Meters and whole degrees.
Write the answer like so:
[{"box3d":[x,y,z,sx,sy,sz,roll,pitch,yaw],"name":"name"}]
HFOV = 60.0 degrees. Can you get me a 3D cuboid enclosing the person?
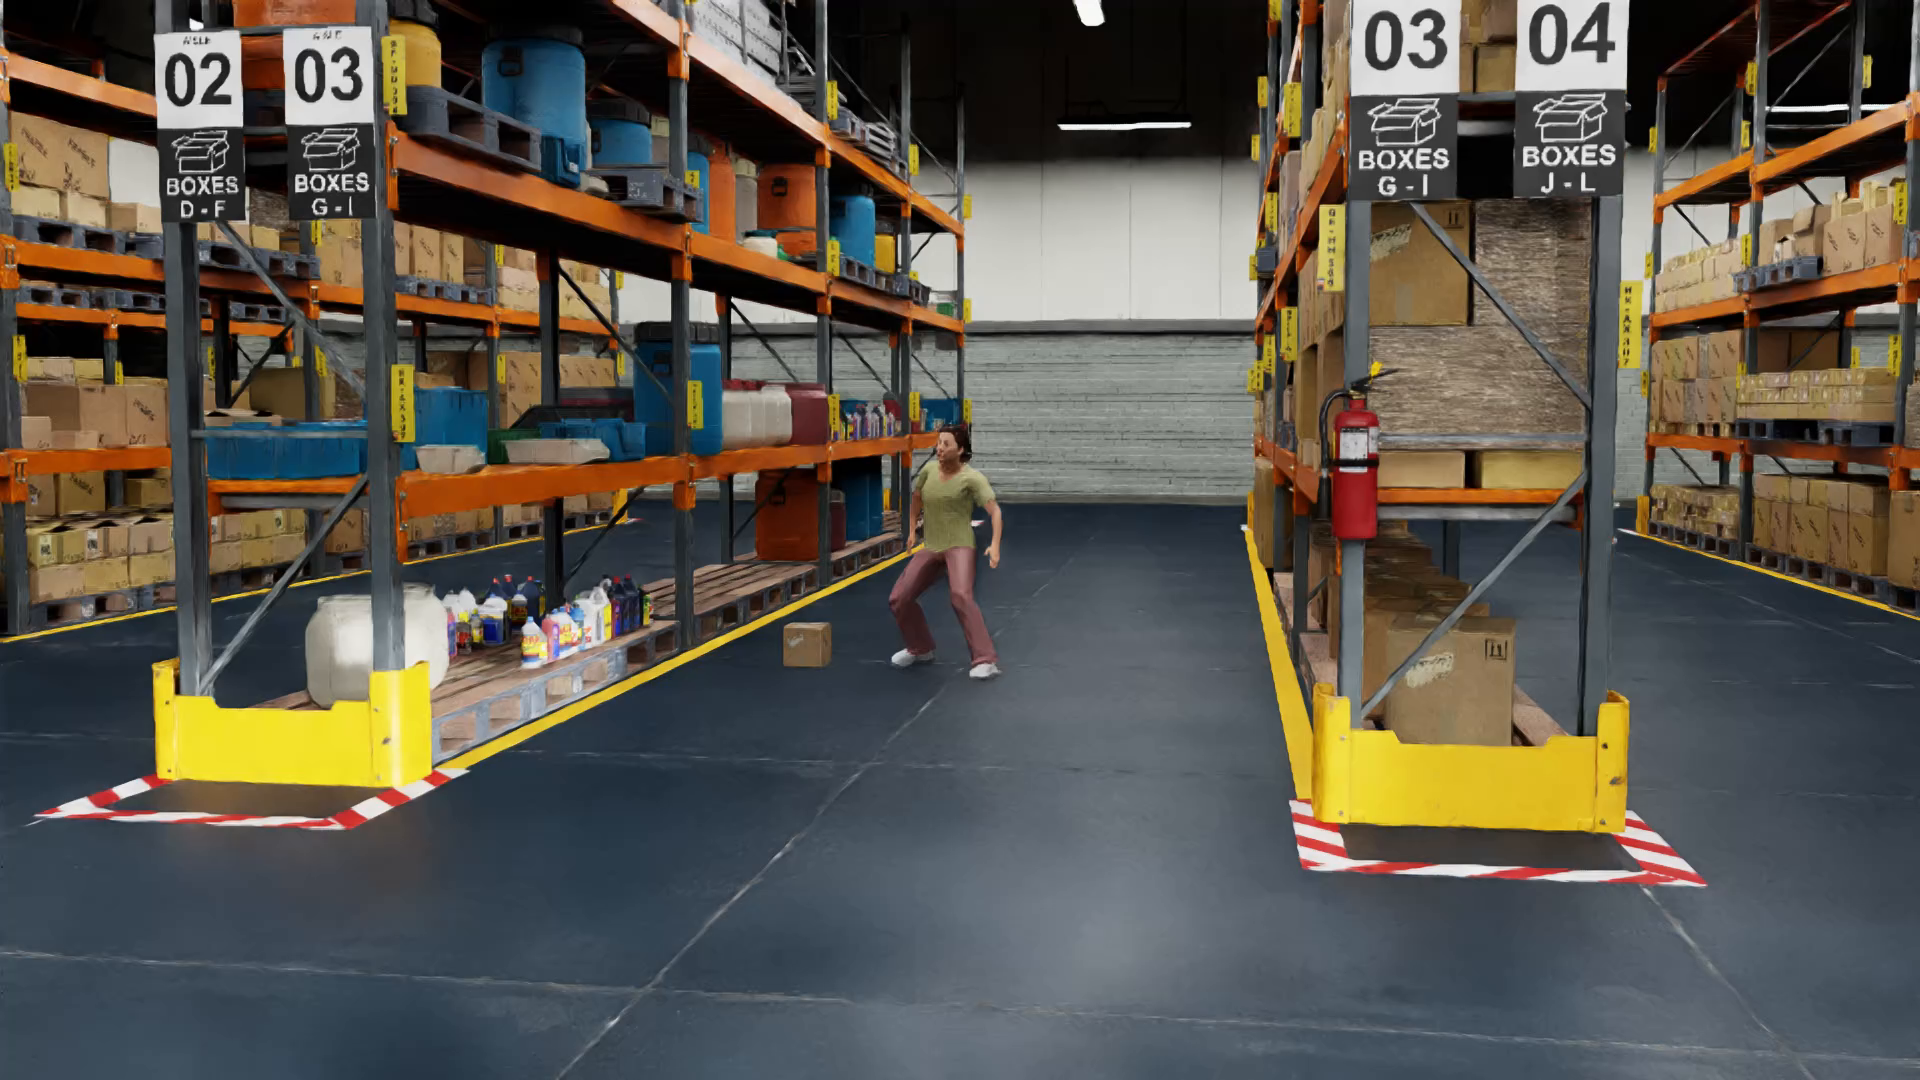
[{"box3d":[-0.082,0.050,10.228,0.773,1.526,0.500,3,5,32],"name":"person"}]
